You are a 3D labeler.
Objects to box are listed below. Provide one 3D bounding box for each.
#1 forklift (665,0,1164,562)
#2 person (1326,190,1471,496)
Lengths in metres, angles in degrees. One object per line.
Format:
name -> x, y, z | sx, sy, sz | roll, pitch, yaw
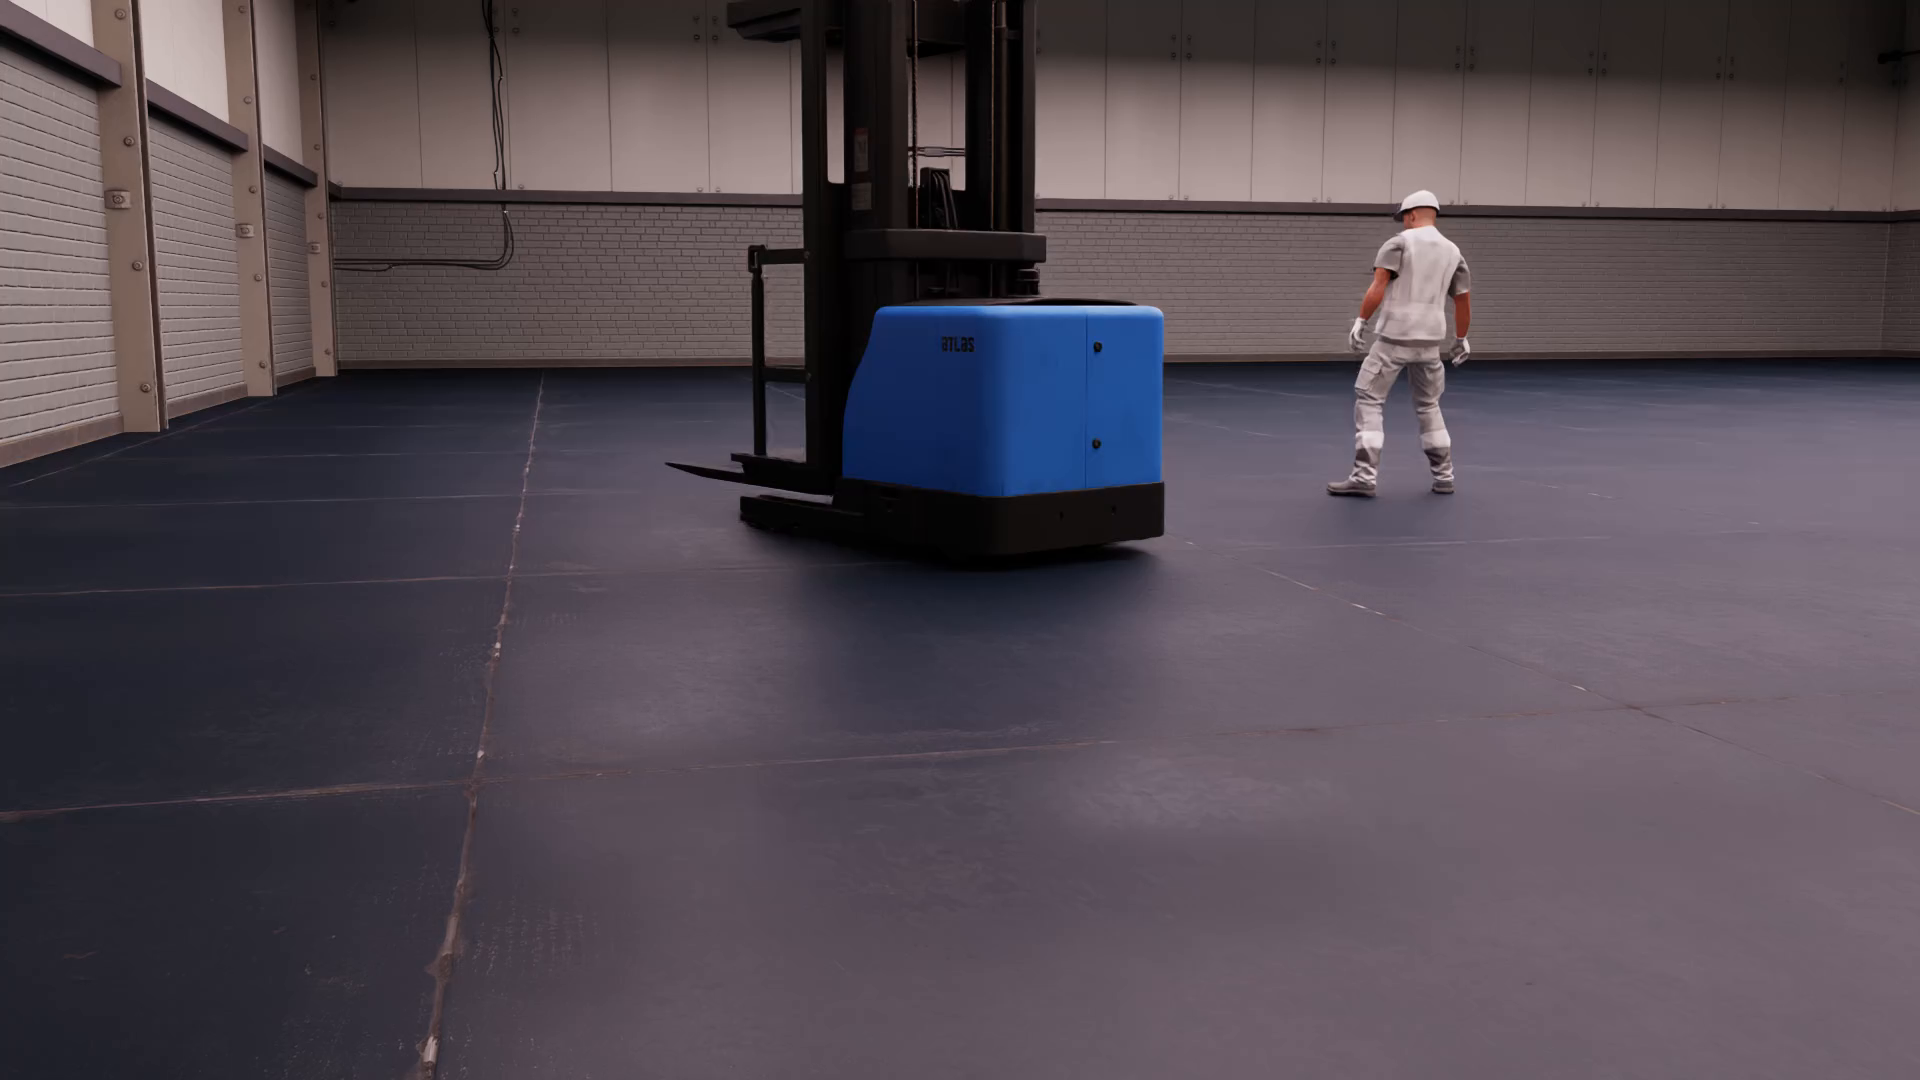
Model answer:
forklift -> -0.415, -1.520, 7.994 | 1.130, 2.935, 3.031 | -6, 10, -38
person -> 2.579, -1.136, 9.575 | 0.916, 1.734, 0.423 | -3, 8, -18
